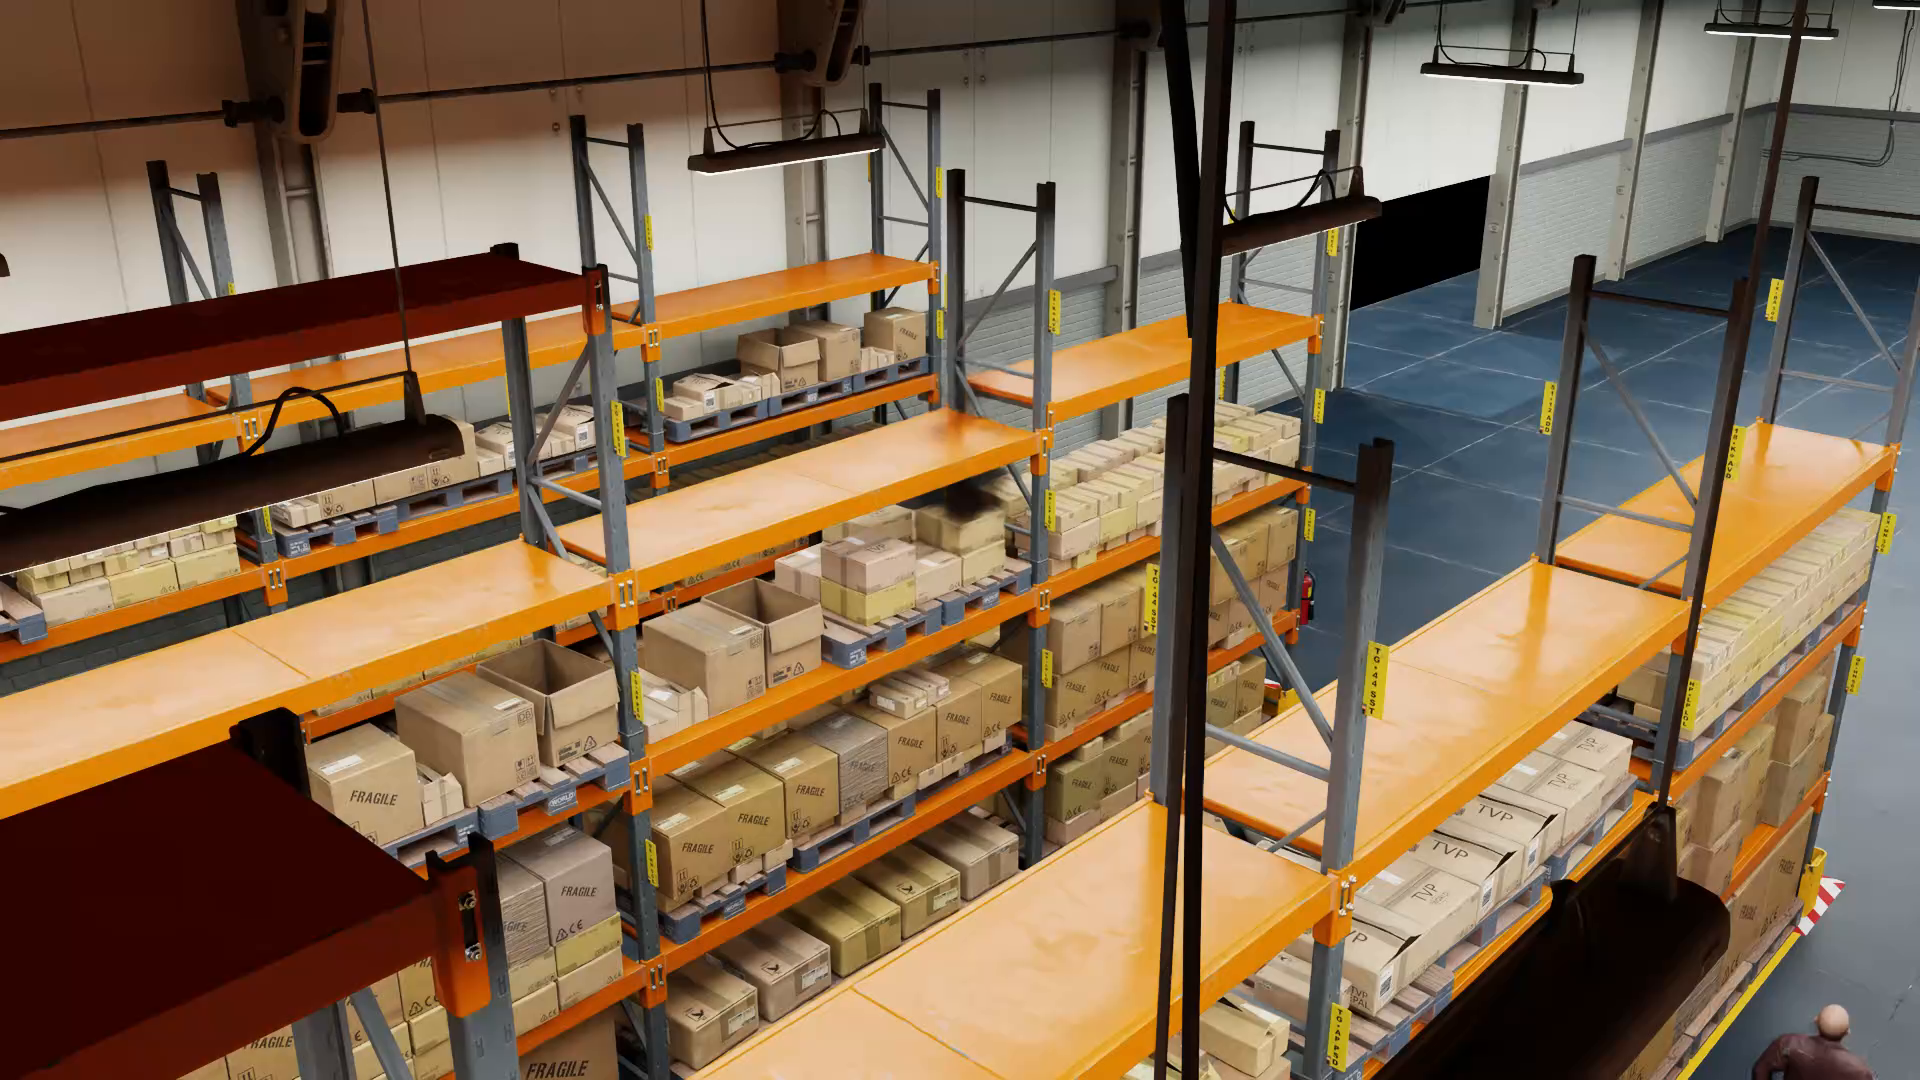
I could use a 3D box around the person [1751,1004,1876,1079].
[{"bbox_3d":[5.275,3.617,10.293,0.710,1.743,0.630,18,28,39],"label":"person"}]
